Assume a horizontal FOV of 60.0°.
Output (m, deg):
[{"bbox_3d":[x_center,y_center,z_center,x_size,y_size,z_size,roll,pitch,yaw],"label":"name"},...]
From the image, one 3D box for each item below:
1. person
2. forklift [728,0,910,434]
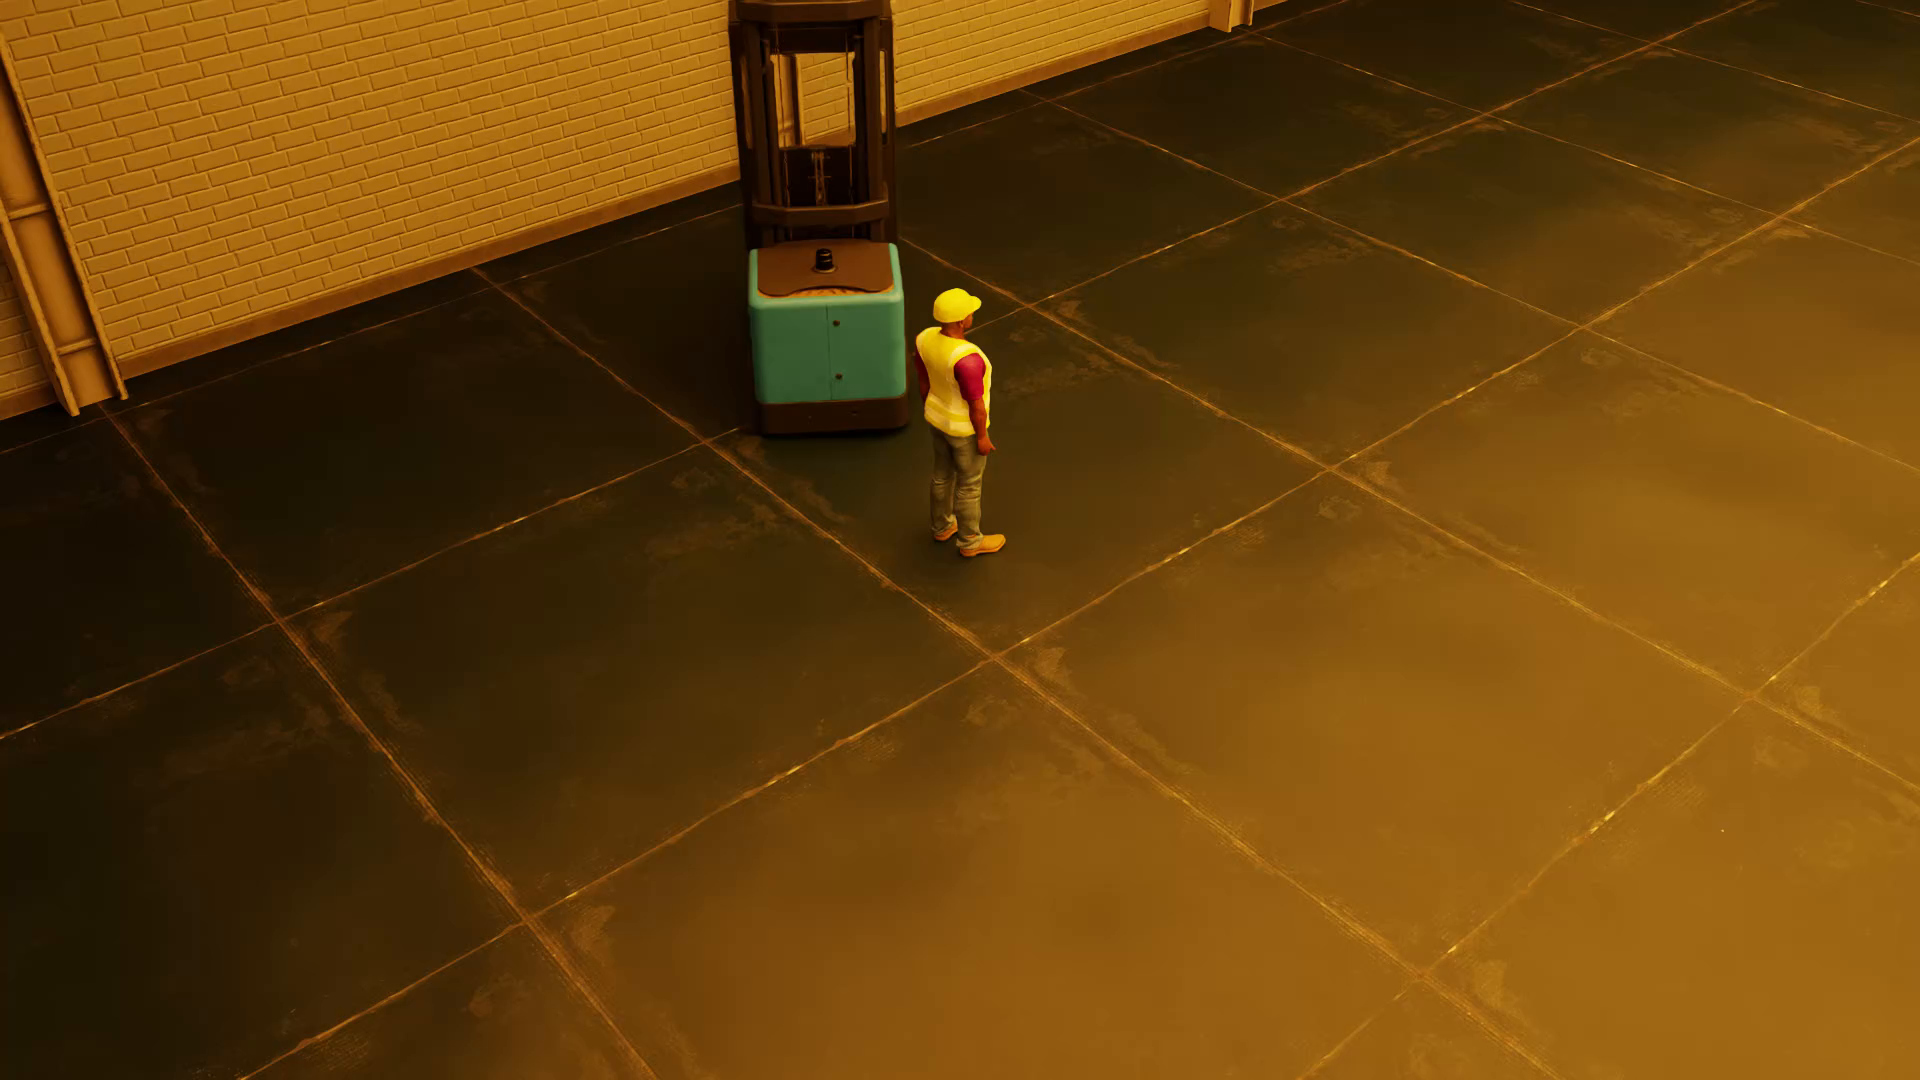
[{"bbox_3d":[-0.005,-0.717,9.985,0.388,1.770,0.556,-27,44,-32],"label":"person"},{"bbox_3d":[-1.012,-2.762,11.783,1.130,2.935,3.031,-3,36,-4],"label":"forklift"}]
